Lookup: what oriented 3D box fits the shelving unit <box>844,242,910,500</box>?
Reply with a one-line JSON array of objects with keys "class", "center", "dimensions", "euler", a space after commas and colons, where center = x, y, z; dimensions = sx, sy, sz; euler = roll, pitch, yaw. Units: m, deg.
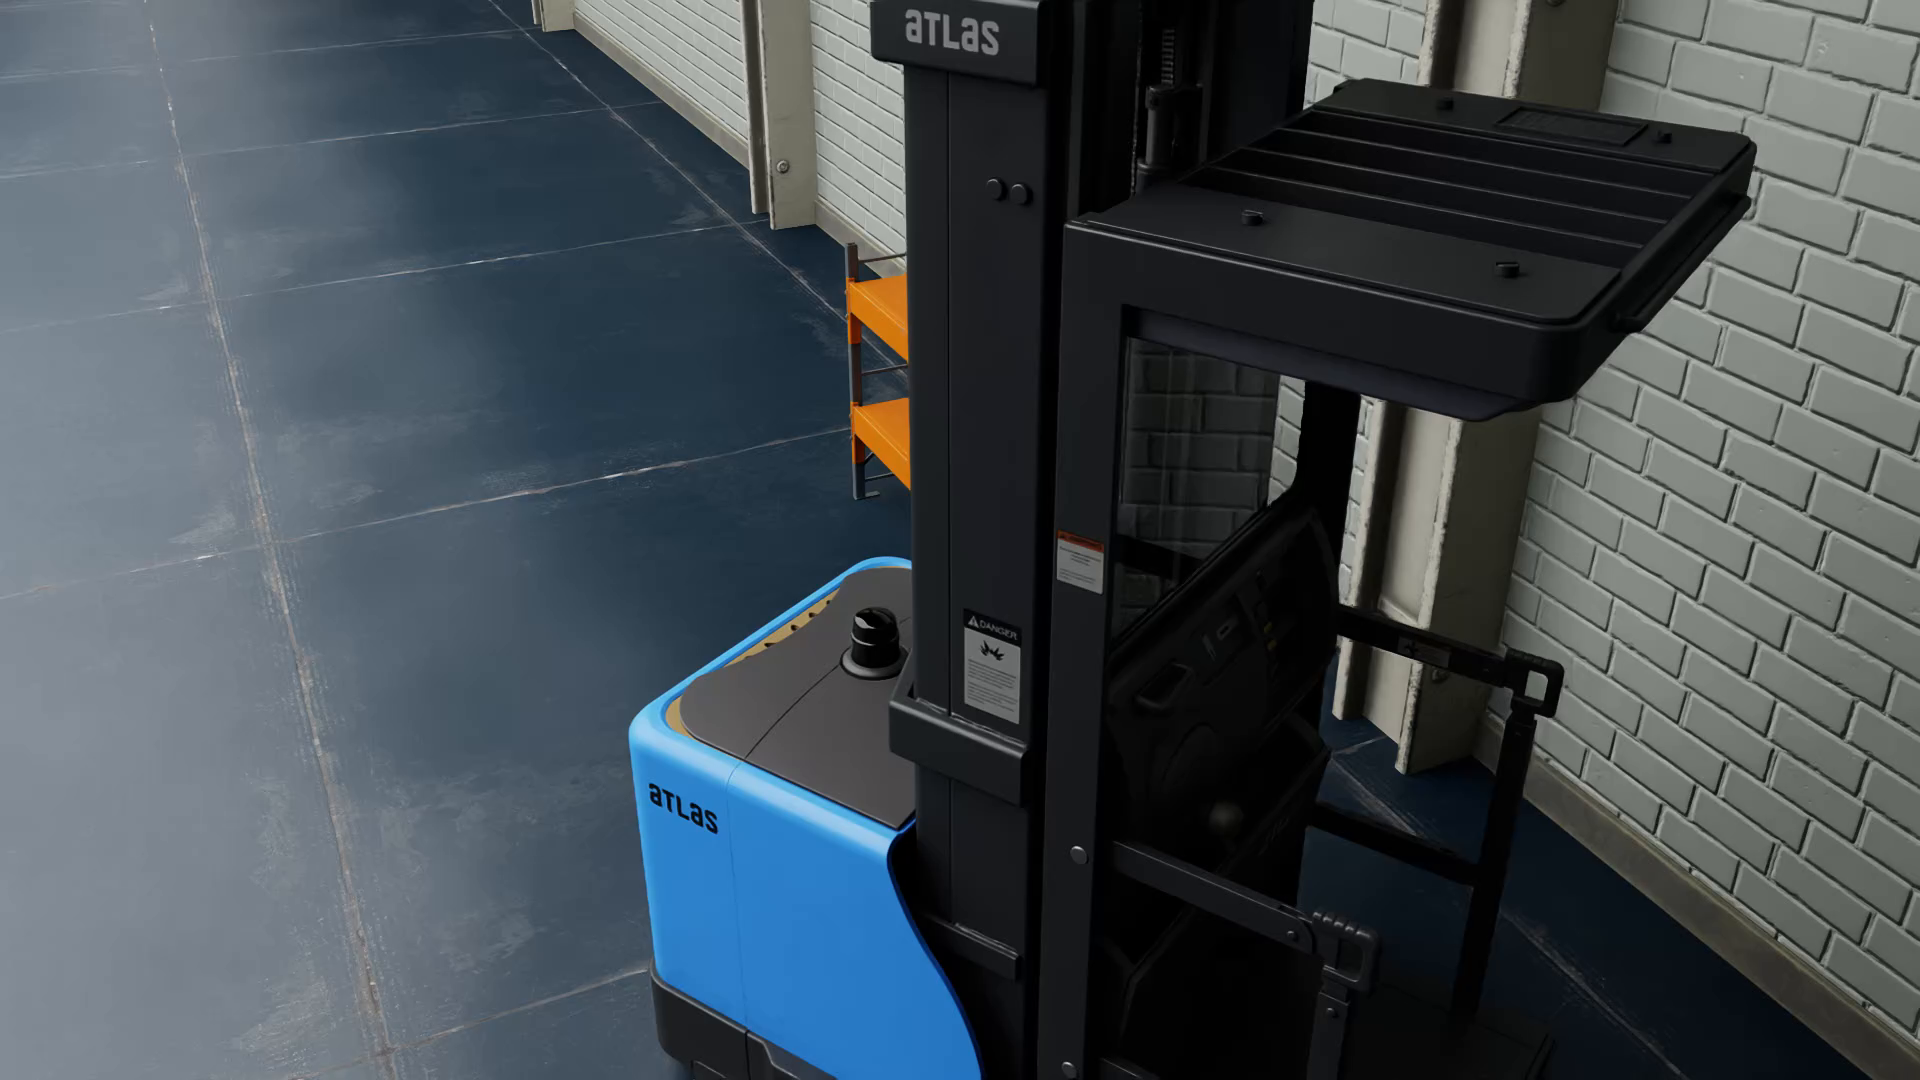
[{"class": "shelving unit", "center": [-0.003, -0.494, 6.480], "dimensions": [0.538, 1.125, 1.048], "euler": [-13, 32, -22]}]

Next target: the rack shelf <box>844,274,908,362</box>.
[{"class": "rack shelf", "center": [-0.003, -0.749, 6.337], "dimensions": [0.538, 0.278, 1.000], "euler": [-13, 32, -22]}]

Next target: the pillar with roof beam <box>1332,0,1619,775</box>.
[{"class": "pillar with roof beam", "center": [-2.393, -2.377, 1.788], "dimensions": [9.100, 9.000, 0.400], "euler": [-13, 32, -22]}]

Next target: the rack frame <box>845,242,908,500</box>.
[{"class": "rack frame", "center": [-0.221, -0.718, 6.881], "dimensions": [0.500, 1.125, 0.032], "euler": [-13, 32, -22]}]

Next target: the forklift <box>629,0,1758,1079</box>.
[{"class": "forklift", "center": [0.718, 0.284, 3.246], "dimensions": [3.031, 2.935, 1.130], "euler": [19, 34, 30]}]

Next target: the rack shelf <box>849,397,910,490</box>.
[{"class": "rack shelf", "center": [-0.003, -0.280, 6.600], "dimensions": [0.538, 0.278, 1.000], "euler": [-13, 32, -22]}]

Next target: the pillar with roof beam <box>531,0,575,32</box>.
[{"class": "pillar with roof beam", "center": [-7.545, -7.678, 11.241], "dimensions": [9.100, 9.000, 0.400], "euler": [-13, 32, -22]}]

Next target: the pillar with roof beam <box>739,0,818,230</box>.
[{"class": "pillar with roof beam", "center": [-4.969, -5.027, 6.515], "dimensions": [9.100, 9.000, 0.400], "euler": [-13, 32, -22]}]
